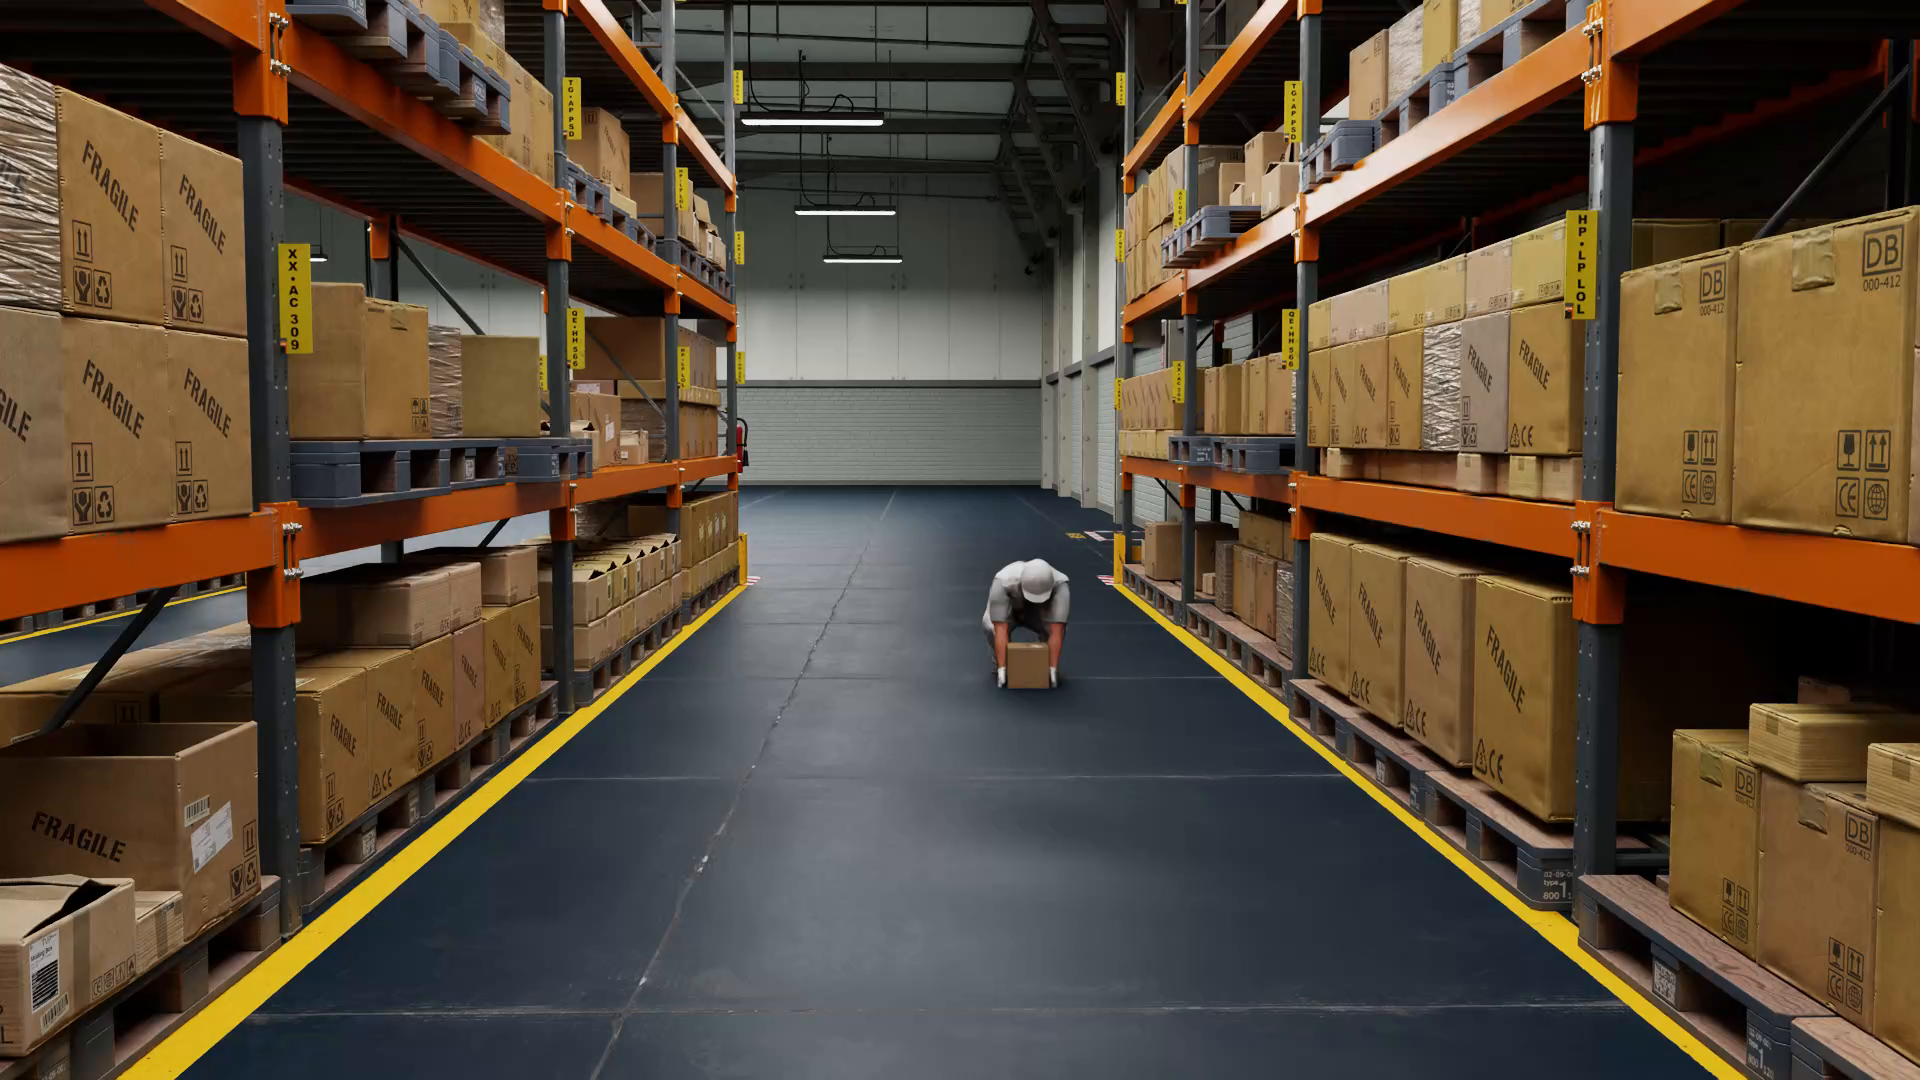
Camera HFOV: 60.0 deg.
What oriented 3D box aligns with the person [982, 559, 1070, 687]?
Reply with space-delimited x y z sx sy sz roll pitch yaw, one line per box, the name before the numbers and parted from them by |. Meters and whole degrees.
person | 0.409 0.526 10.390 0.538 0.873 0.926 0 4 -2
